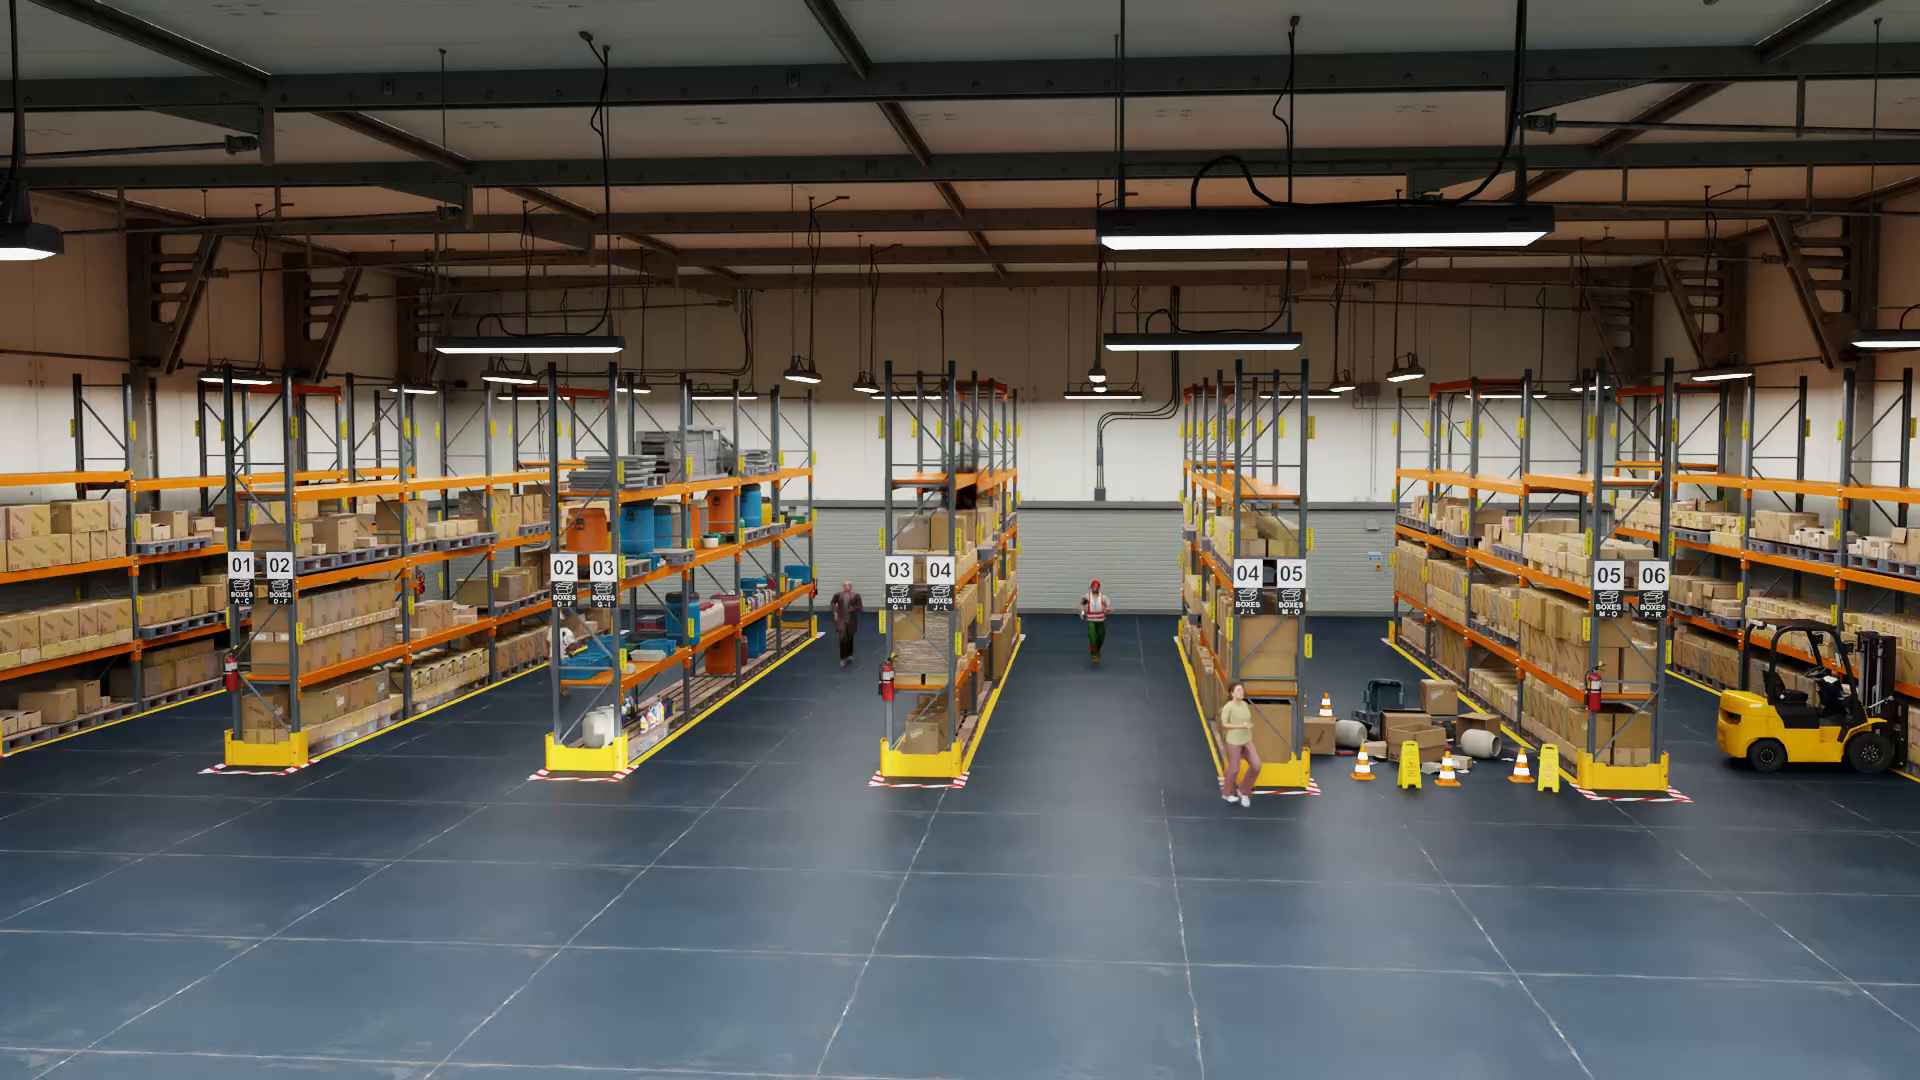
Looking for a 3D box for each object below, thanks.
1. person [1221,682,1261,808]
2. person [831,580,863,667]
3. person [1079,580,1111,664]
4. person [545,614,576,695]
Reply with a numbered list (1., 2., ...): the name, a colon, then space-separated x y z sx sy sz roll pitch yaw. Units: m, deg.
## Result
1. person: 3.710 2.720 22.152 0.551 1.673 0.622 -2 4 -28
2. person: -2.431 1.785 35.603 0.678 1.849 0.777 0 4 -4
3. person: 2.921 1.748 35.861 0.667 1.768 0.963 0 4 -1
4. person: -7.316 2.175 30.421 0.579 1.698 0.842 0 4 -3
